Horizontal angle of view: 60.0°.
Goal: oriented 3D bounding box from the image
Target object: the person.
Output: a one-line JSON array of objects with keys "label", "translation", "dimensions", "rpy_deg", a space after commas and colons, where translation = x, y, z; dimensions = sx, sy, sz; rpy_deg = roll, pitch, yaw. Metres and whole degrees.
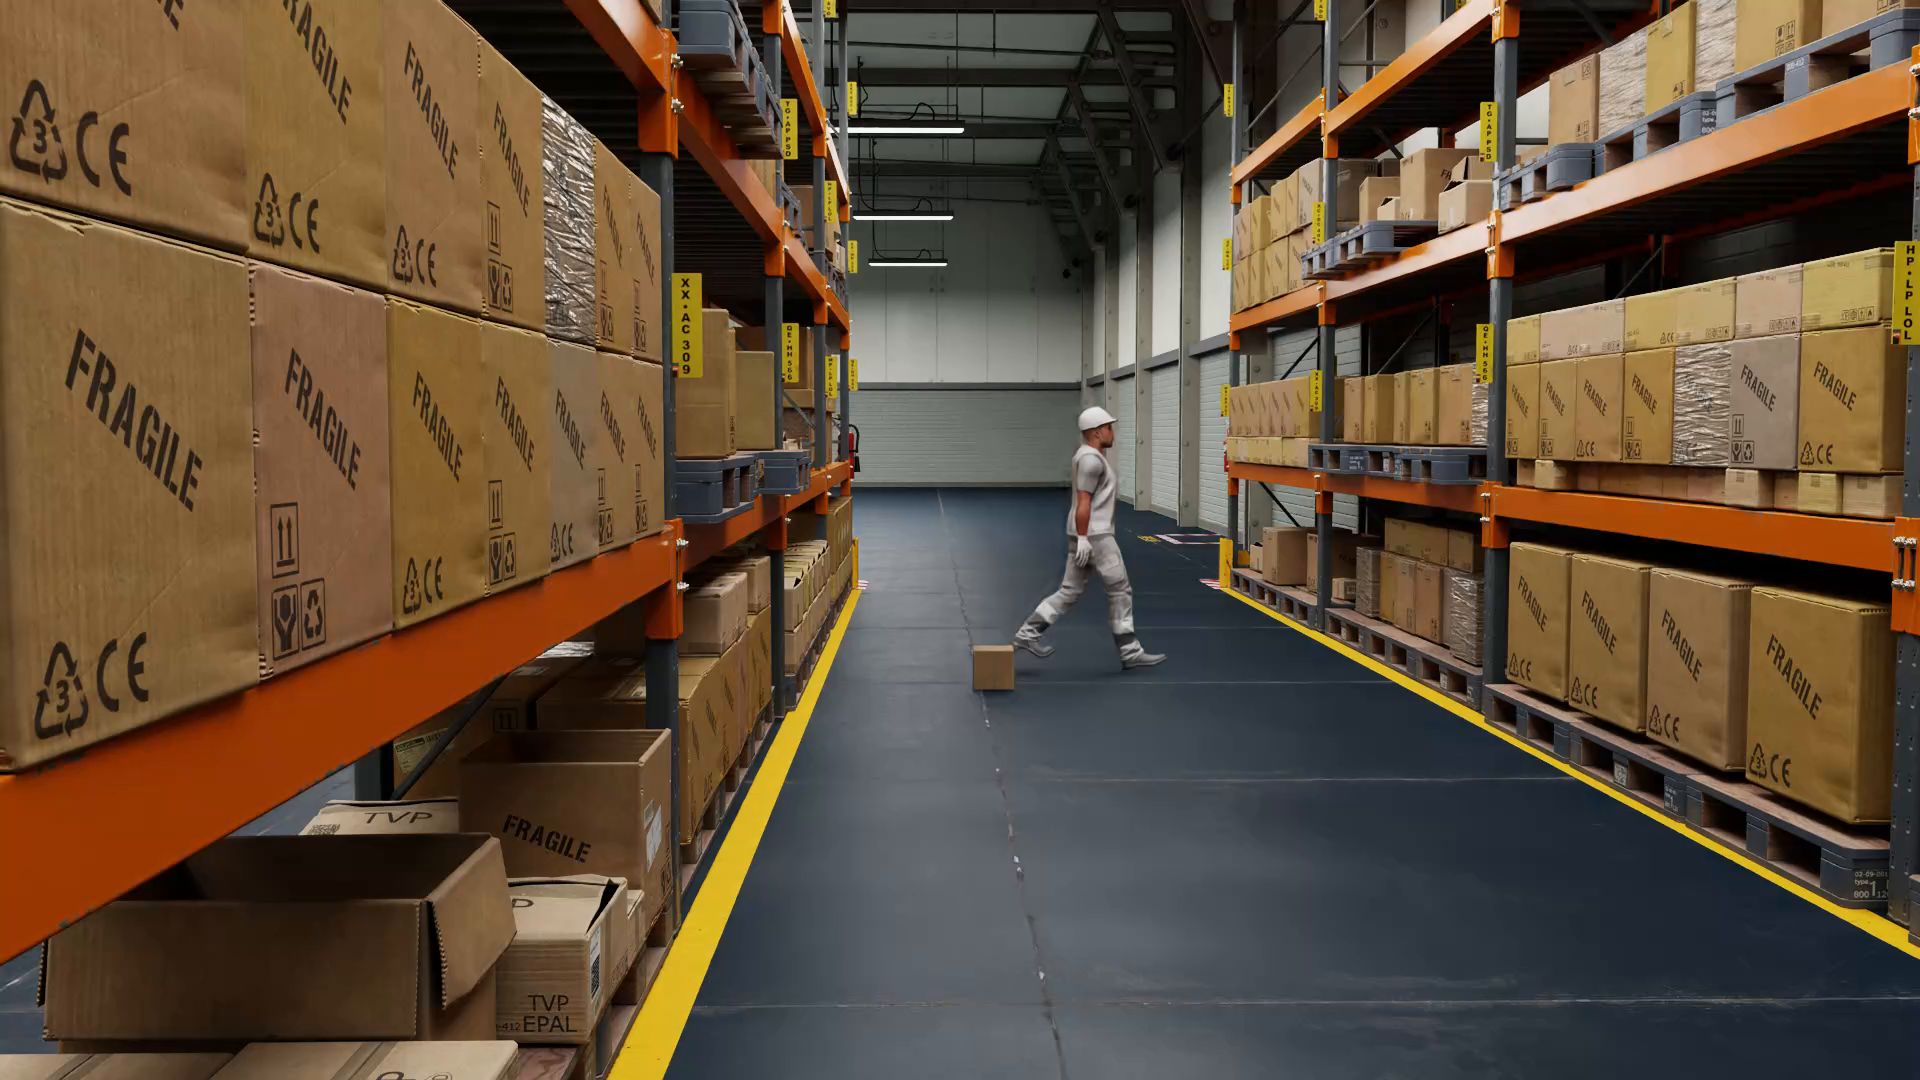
[{"label": "person", "translation": [0.866, -0.012, 11.180], "dimensions": [1.024, 1.761, 0.537], "rpy_deg": [0, 4, -5]}]
